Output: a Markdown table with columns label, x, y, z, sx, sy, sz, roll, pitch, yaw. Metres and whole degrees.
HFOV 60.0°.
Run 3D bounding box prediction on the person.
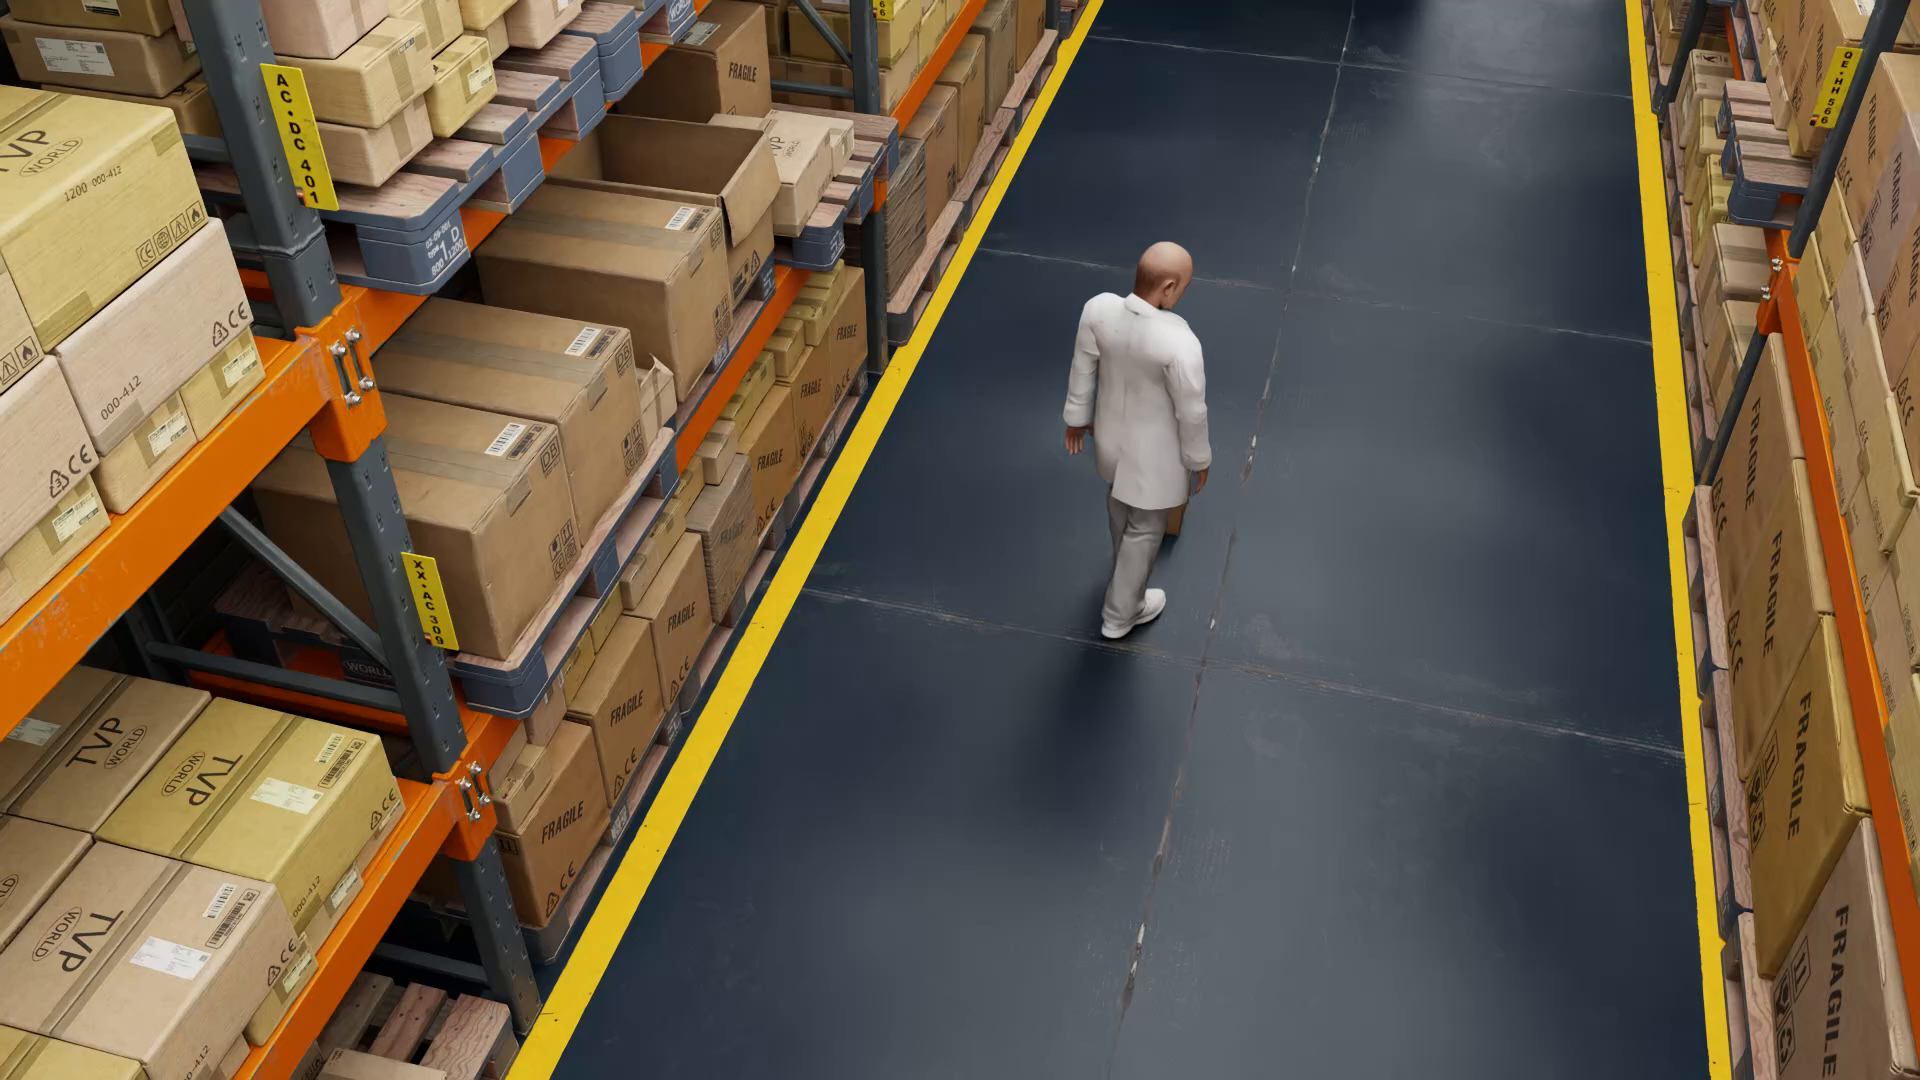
| label | x | y | z | sx | sy | sz | roll | pitch | yaw |
| --- | --- | --- | --- | --- | --- | --- | --- | --- | --- |
| person | 0.793 | -0.451 | 6.674 | 0.632 | 1.759 | 0.734 | 30 | 49 | 30 |
